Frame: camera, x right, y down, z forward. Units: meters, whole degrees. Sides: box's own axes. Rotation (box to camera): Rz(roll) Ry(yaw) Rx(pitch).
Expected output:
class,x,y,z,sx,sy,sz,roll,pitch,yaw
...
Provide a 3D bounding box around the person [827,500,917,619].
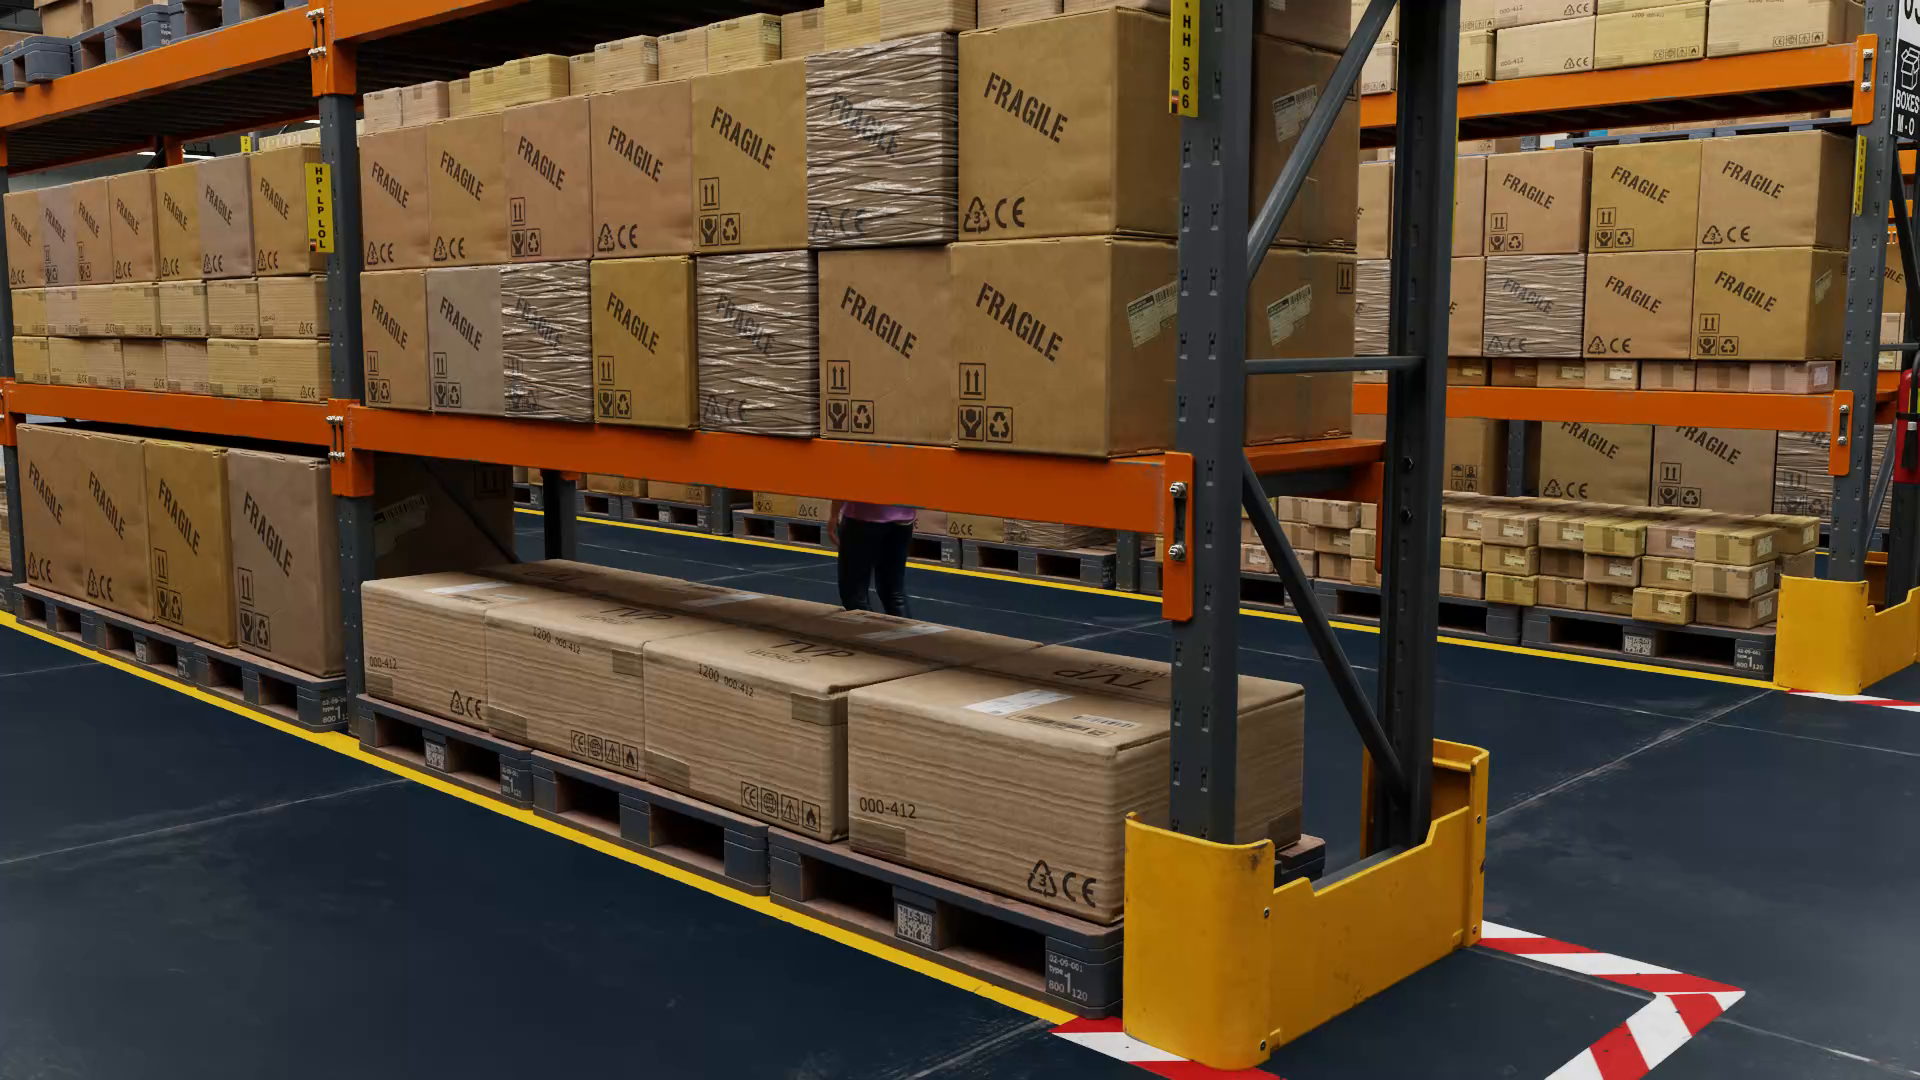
class,x,y,z,sx,sy,sz,roll,pitch,yaw
person,-0.367,-0.099,7.091,0.343,1.593,0.460,7,10,44
